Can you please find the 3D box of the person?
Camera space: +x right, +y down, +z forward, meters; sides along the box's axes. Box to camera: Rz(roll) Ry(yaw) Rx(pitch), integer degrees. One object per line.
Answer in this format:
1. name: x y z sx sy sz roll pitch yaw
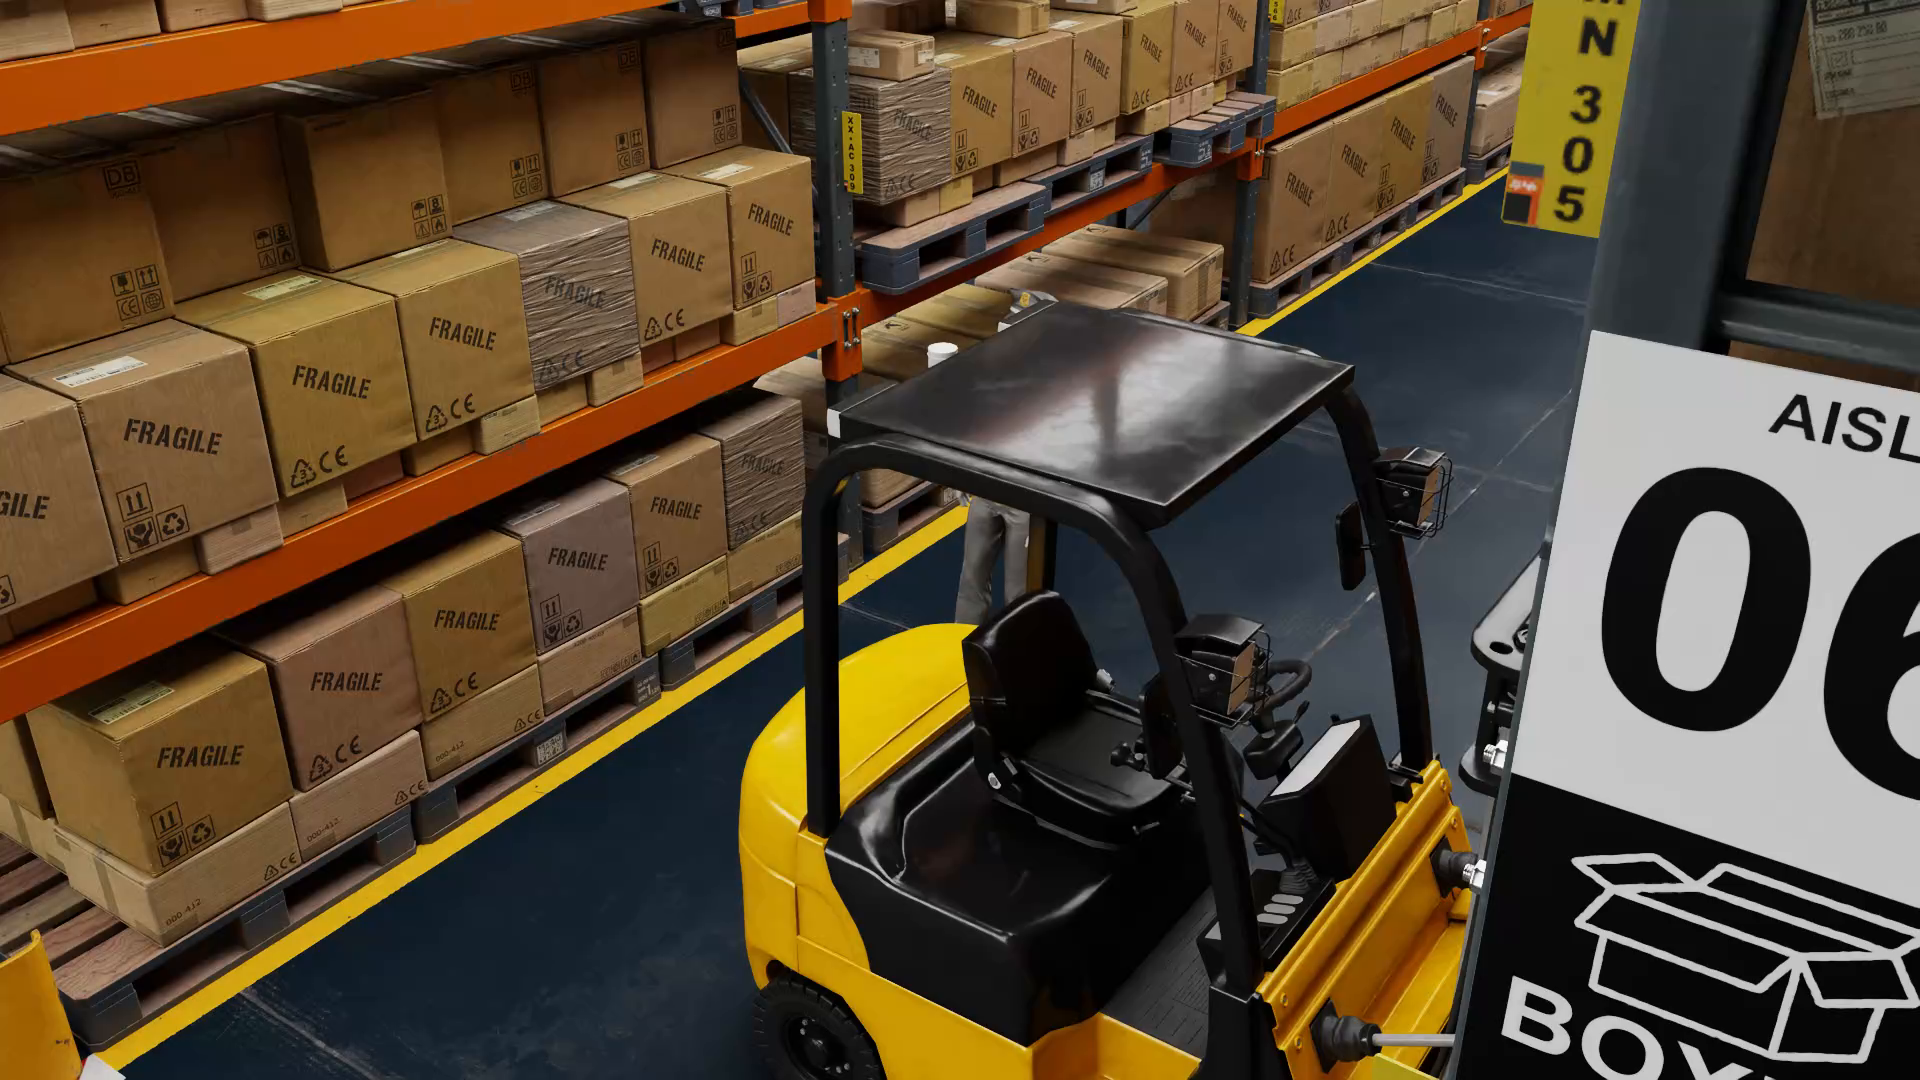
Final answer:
1. person: 0.155 -0.149 6.352 0.531 1.696 0.588 -19 32 -32
